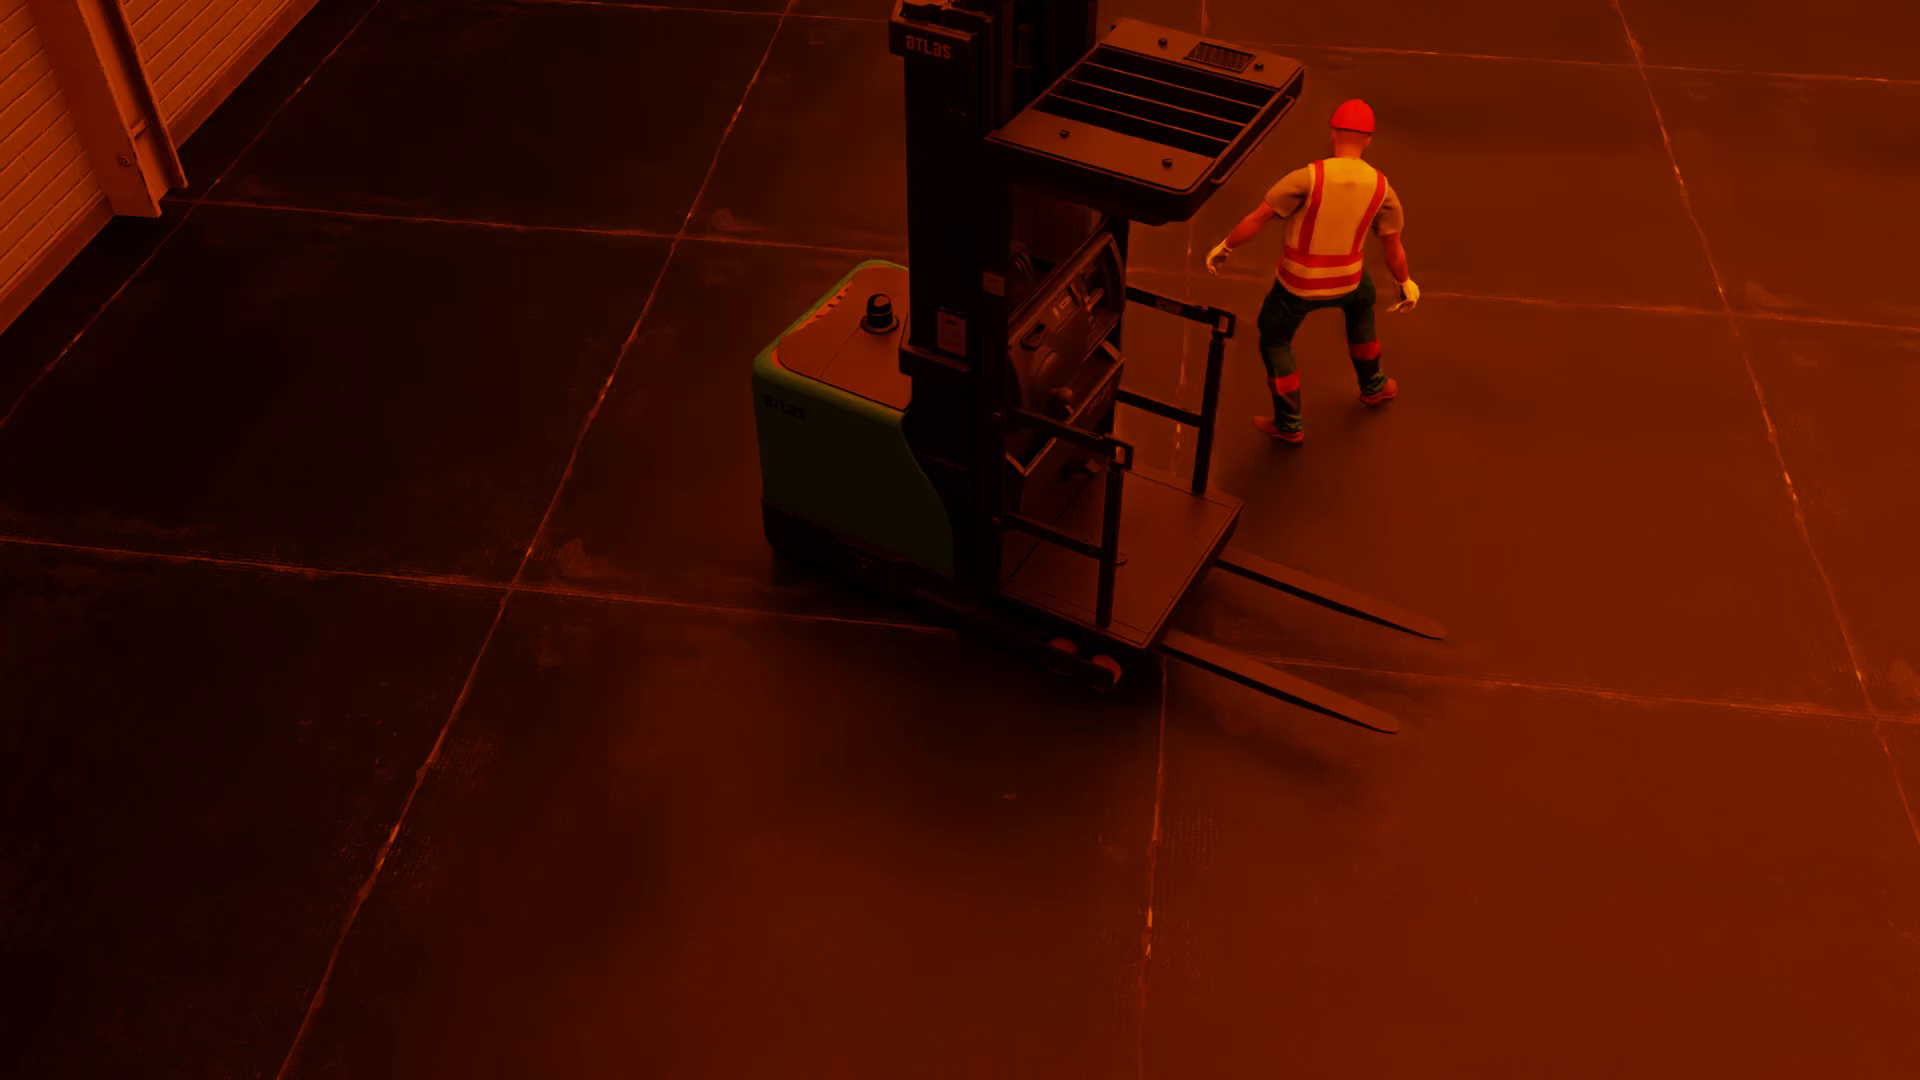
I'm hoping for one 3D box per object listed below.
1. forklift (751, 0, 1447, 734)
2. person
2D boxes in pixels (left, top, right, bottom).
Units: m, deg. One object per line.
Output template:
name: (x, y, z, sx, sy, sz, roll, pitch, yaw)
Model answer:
forklift: (0.616, -0.840, 6.639, 3.031, 2.935, 1.130, 21, 47, 22)
person: (1.735, -1.278, 8.047, 1.122, 1.719, 0.527, -4, 43, -4)
